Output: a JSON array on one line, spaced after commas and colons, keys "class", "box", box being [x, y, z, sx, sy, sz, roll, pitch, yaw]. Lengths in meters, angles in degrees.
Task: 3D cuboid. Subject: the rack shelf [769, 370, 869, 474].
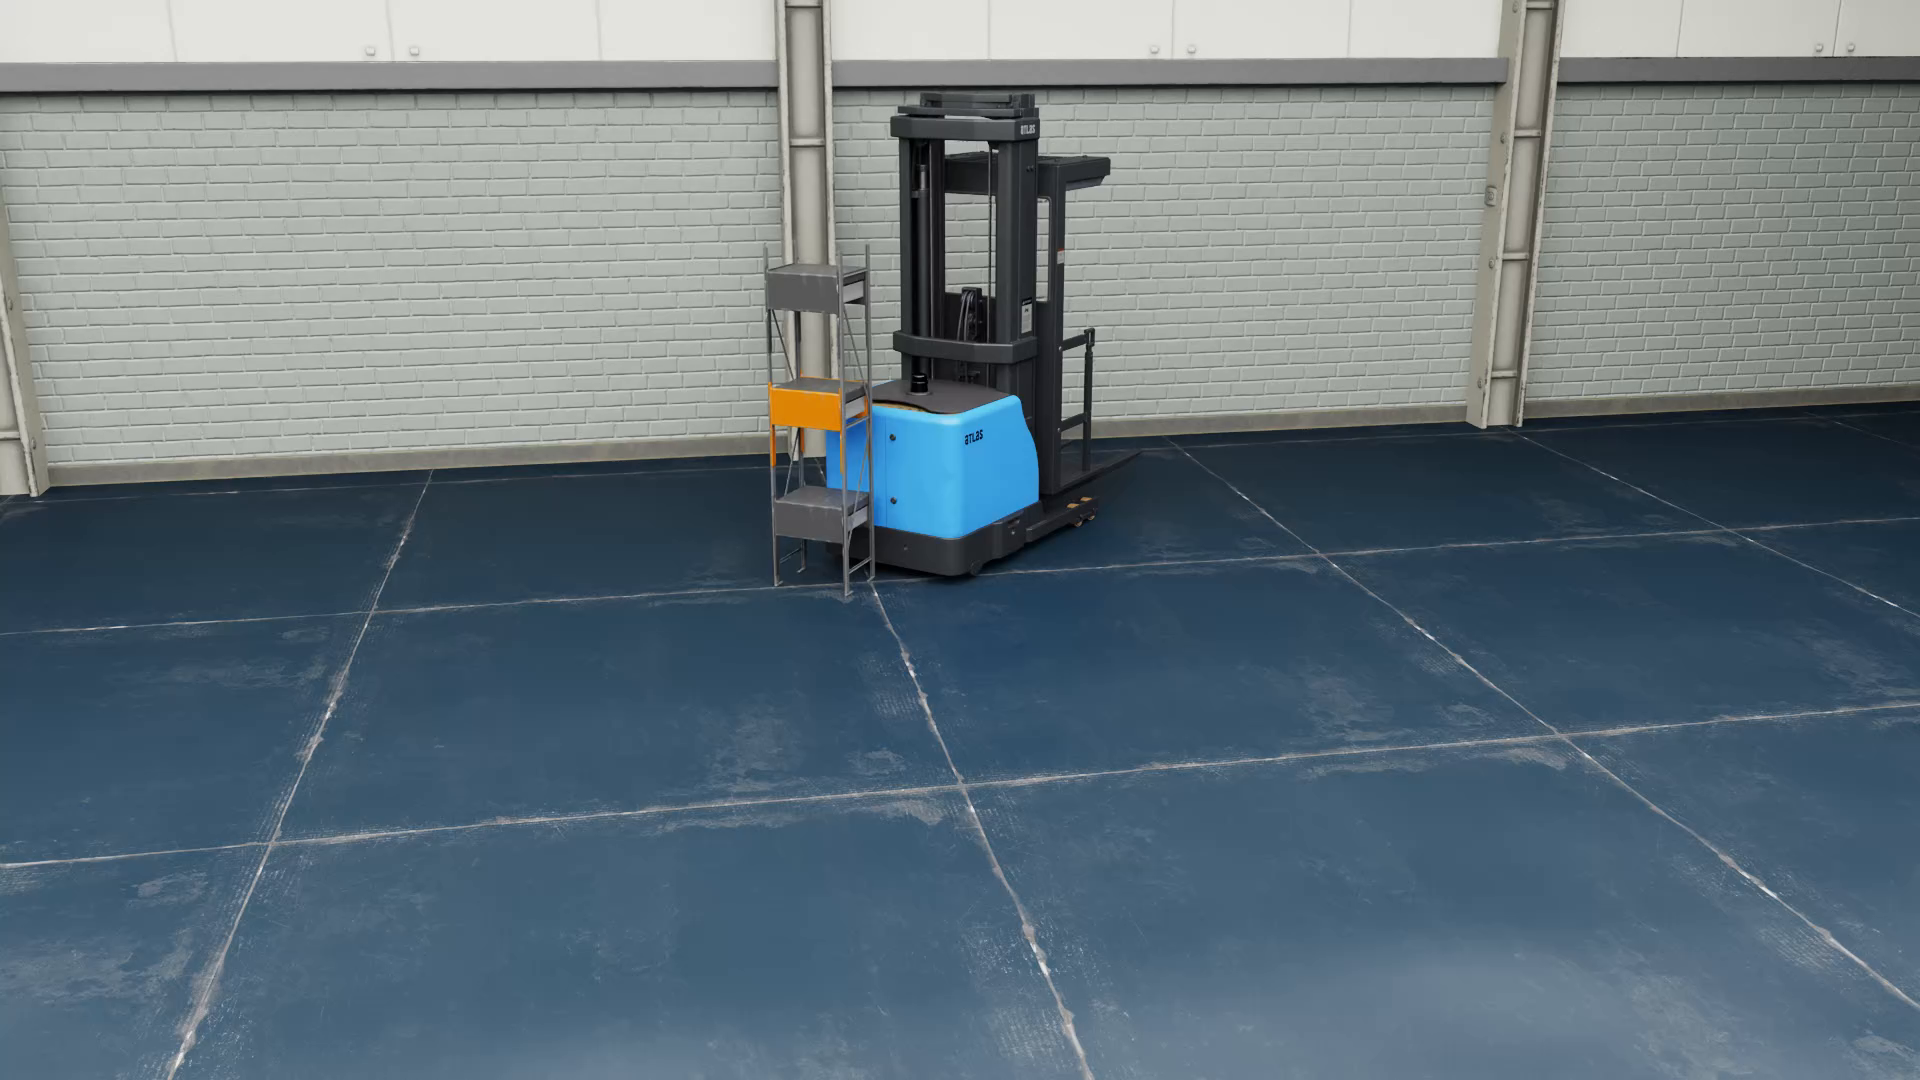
[{"class": "rack shelf", "box": [-0.846, -0.724, 10.140, 0.480, 0.518, 0.431, 7, 18, 22]}]

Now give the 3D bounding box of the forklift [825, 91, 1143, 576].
[{"class": "forklift", "box": [0.328, -1.556, 11.387, 1.130, 2.935, 3.031, 10, 20, 30]}]

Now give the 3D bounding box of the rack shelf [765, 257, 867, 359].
[{"class": "rack shelf", "box": [-0.846, -1.394, 9.935, 0.480, 0.518, 0.431, 7, 18, 22]}]

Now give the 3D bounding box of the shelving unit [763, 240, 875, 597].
[{"class": "shelving unit", "box": [-0.846, -0.737, 10.136, 0.503, 2.100, 0.431, 7, 18, 22]}]

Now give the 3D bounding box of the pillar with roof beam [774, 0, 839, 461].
[{"class": "pillar with roof beam", "box": [-0.375, -3.754, 8.209, 0.400, 9.000, 9.100, -3, 17, -10]}]

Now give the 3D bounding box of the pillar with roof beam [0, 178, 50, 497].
[{"class": "pillar with roof beam", "box": [-6.266, -3.420, 7.121, 0.400, 9.000, 9.100, -3, 17, -10]}]

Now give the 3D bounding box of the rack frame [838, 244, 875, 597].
[{"class": "rack frame", "box": [-0.621, -0.710, 10.047, 0.015, 2.100, 0.400, 7, 18, 22]}]

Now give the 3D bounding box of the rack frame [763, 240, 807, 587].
[{"class": "rack frame", "box": [-1.072, -0.765, 10.226, 0.015, 2.100, 0.400, 7, 18, 22]}]

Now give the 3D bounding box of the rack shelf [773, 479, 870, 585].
[{"class": "rack shelf", "box": [-0.847, -0.055, 10.346, 0.480, 0.518, 0.431, 7, 18, 22]}]

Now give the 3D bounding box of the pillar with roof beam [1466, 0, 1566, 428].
[{"class": "pillar with roof beam", "box": [5.516, -4.089, 9.297, 0.400, 9.000, 9.100, -3, 17, -10]}]
